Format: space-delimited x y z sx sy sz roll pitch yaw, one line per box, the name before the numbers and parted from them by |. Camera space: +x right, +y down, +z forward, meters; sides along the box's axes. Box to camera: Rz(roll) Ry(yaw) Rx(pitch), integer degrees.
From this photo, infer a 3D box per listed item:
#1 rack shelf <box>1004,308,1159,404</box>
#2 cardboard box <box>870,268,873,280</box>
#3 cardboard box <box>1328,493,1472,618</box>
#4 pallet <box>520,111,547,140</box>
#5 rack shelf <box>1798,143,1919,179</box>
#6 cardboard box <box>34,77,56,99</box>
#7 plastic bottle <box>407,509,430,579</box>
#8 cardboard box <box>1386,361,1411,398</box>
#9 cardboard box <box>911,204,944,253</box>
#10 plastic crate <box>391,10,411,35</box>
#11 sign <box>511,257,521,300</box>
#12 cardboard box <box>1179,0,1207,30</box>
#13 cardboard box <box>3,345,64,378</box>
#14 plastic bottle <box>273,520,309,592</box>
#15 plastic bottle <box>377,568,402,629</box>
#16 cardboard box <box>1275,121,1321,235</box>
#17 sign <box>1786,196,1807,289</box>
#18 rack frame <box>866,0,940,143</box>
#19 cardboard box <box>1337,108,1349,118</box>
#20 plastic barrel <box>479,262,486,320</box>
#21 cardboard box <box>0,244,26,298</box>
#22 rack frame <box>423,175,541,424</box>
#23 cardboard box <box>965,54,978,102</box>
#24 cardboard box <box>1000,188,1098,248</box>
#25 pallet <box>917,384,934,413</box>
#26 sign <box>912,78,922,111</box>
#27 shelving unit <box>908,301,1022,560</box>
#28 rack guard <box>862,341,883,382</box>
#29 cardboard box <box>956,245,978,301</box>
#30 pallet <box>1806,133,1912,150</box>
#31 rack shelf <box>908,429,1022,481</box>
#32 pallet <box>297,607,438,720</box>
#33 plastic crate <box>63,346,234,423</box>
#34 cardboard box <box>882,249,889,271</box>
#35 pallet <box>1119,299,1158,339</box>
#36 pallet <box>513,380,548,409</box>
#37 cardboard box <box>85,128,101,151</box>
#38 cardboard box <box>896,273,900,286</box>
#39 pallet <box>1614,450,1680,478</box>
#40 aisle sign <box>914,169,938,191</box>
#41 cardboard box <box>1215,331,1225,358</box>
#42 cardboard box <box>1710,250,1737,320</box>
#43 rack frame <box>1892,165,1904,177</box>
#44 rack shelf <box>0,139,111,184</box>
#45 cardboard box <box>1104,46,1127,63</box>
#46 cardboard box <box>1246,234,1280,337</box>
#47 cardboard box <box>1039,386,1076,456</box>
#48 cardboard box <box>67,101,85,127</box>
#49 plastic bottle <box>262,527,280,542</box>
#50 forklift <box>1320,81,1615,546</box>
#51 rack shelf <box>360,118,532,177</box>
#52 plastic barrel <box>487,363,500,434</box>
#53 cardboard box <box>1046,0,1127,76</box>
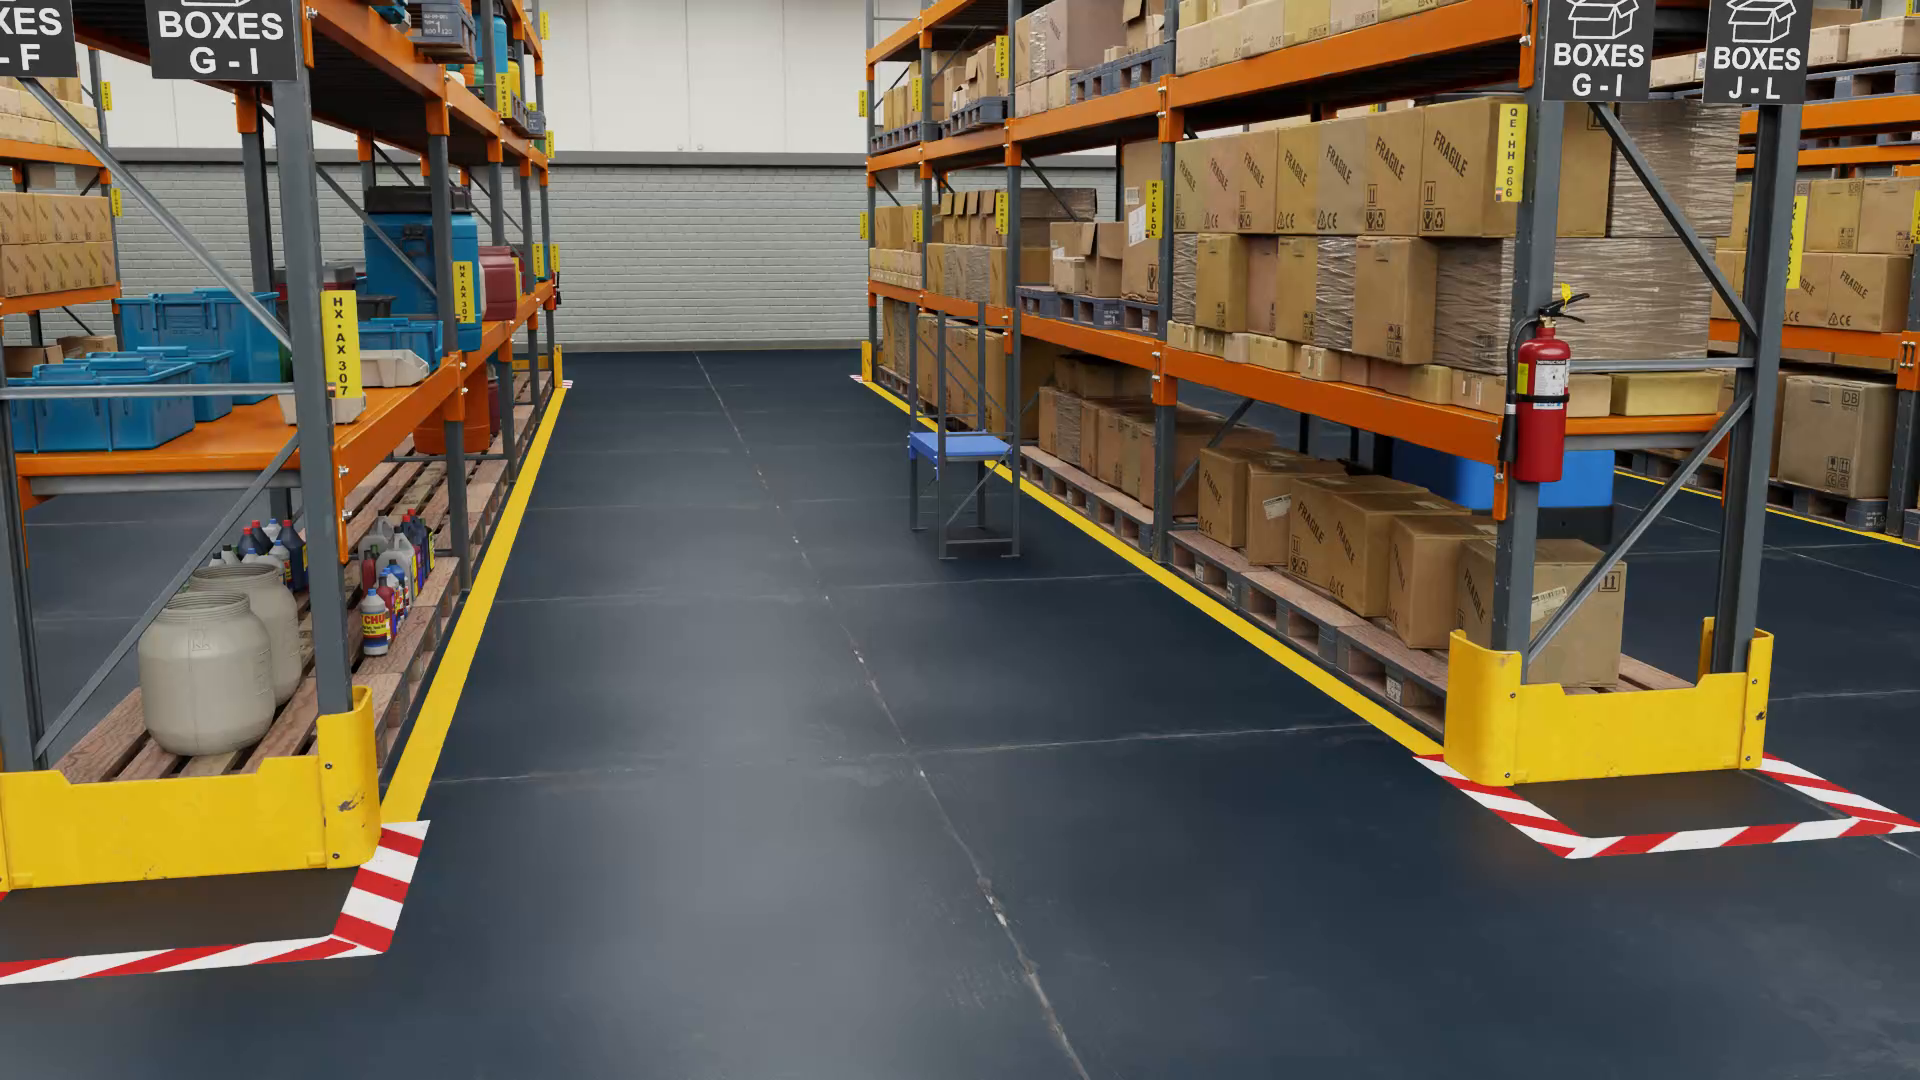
rack shelf | 1.271 -1.366 11.775 1.077 0.370 4.000 -2 11 -11
cardboard box | -0.928 -3.353 20.963 0.380 0.149 0.250 -2 11 -10
cardboard box | 2.080 0.064 7.902 0.500 0.500 0.500 -1 11 -6
pallet | -4.506 -3.880 15.544 1.213 0.211 1.003 -2 11 -11
rack shelf | 10.214 -3.934 17.243 1.077 0.370 4.000 -2 11 -11
cardboard box | -10.059 -4.932 17.621 0.700 0.500 0.500 -2 11 -11
plastic bottle | -2.790 0.020 8.476 0.144 0.351 0.185 -2 11 -13
cardboard box | 2.000 -0.677 6.901 0.380 0.149 0.250 -2 11 -11
cardboard box | -0.247 -3.335 17.798 0.500 0.500 0.500 -2 11 -9
plastic crate | -2.489 -2.237 7.109 0.243 0.136 0.396 -2 11 -11
sign | -3.438 -2.008 12.786 0.100 0.325 0.005 -2 11 -11
cardboard box | 1.421 -2.878 9.105 0.380 0.149 0.250 -2 11 -13
cardboard box | -9.984 -1.795 17.602 0.797 0.503 0.637 -2 11 -11
plastic bottle | -3.307 0.071 8.212 0.144 0.351 0.185 -2 11 -11
plastic bottle | -2.553 0.260 7.428 0.097 0.271 0.097 0 11 0
cardboard box | 1.802 -1.673 7.725 0.500 0.500 0.500 -2 11 -11
sign | 2.971 -1.064 5.949 0.100 0.325 0.005 -2 11 -11
rack frame | -0.674 -6.501 20.783 1.000 3.000 0.127 -2 11 -11
cardboard box | 4.560 -4.798 18.927 0.500 0.250 0.500 -3 11 -13
plastic barrel | -3.566 -1.780 11.728 0.421 0.512 0.421 0 11 0
cardboard box | -9.445 -2.613 16.135 0.500 0.500 0.500 -2 11 -10
rack frame | -4.754 -2.640 16.544 1.000 3.000 0.127 -2 11 -11
cardboard box | 0.464 -4.191 15.270 0.797 0.503 0.637 -2 11 -12
cardboard box | 0.756 -2.763 14.240 0.797 0.503 0.637 -2 11 -9
pallet | 0.033 -1.592 18.498 1.003 0.211 1.213 -2 11 -11
sign | -0.440 -4.566 17.046 0.100 0.325 0.005 -2 11 -11
shelving unit | 0.017 -0.721 10.474 0.538 1.500 1.048 -2 11 -11
rack guard | -0.678 -2.330 21.601 1.175 0.500 0.348 -2 11 -11
cardboard box | 0.250 -2.497 15.526 0.500 0.500 0.500 -2 11 -10
pallet | 10.052 -4.393 18.247 0.805 0.209 1.217 -3 11 -13
rack shelf | 0.017 -0.544 10.508 0.538 0.185 1.000 -2 11 -11
pallet | -2.868 0.546 7.262 1.003 0.211 1.213 -2 11 -11
plastic crate | -2.932 -0.566 6.046 0.499 0.251 0.408 -2 11 -11
cardboard box | -0.643 -3.341 19.832 0.500 0.250 0.500 -2 11 -13
pallet | 1.654 -1.404 10.563 1.003 0.211 1.213 -2 11 -11
pallet | -5.176 -1.628 18.683 1.003 0.211 1.213 -2 11 -11
cardboard box | -10.033 -4.509 18.744 0.500 0.250 0.500 -2 11 -11
cardboard box | -0.527 -2.976 18.983 0.380 0.149 0.250 -2 11 -12
pallet | 5.847 -0.731 13.972 1.003 0.211 1.213 -2 11 -11
aisle sign | -0.393 -4.855 21.228 0.394 0.787 0.004 -2 11 -11
cardboard box | 1.577 -1.042 8.822 0.380 0.149 0.250 -2 11 -11
cardboard box | 5.884 -1.928 12.536 0.500 0.500 0.500 -2 11 -12
rack frame | 13.915 -4.095 24.190 1.000 3.000 0.127 -2 11 -11
rack shelf | -10.002 -3.947 17.315 1.077 0.370 4.000 -2 11 -11
cardboard box | 1.198 -3.258 11.271 0.380 0.166 0.250 -2 11 -13
cardboard box | 1.946 -1.282 8.347 0.875 0.500 0.500 -2 11 -11
cardboard box | 1.032 -0.952 13.186 0.700 0.500 0.500 -3 11 -14
cardboard box | -9.944 -4.663 18.214 0.500 0.250 0.500 -2 11 -11
plastic bottle | -3.476 0.082 8.351 0.152 0.276 0.135 -2 11 -9
forklift | 3.297 -1.606 11.298 1.130 2.935 3.031 -1 11 -8
rack shelf | -4.365 -3.393 14.403 1.077 0.370 4.000 -2 11 -11
plastic barrel | -4.308 -1.224 14.432 0.600 0.588 0.708 -2 11 -11
cardboard box | 0.921 -3.574 11.824 0.500 0.500 0.500 -2 11 -13
